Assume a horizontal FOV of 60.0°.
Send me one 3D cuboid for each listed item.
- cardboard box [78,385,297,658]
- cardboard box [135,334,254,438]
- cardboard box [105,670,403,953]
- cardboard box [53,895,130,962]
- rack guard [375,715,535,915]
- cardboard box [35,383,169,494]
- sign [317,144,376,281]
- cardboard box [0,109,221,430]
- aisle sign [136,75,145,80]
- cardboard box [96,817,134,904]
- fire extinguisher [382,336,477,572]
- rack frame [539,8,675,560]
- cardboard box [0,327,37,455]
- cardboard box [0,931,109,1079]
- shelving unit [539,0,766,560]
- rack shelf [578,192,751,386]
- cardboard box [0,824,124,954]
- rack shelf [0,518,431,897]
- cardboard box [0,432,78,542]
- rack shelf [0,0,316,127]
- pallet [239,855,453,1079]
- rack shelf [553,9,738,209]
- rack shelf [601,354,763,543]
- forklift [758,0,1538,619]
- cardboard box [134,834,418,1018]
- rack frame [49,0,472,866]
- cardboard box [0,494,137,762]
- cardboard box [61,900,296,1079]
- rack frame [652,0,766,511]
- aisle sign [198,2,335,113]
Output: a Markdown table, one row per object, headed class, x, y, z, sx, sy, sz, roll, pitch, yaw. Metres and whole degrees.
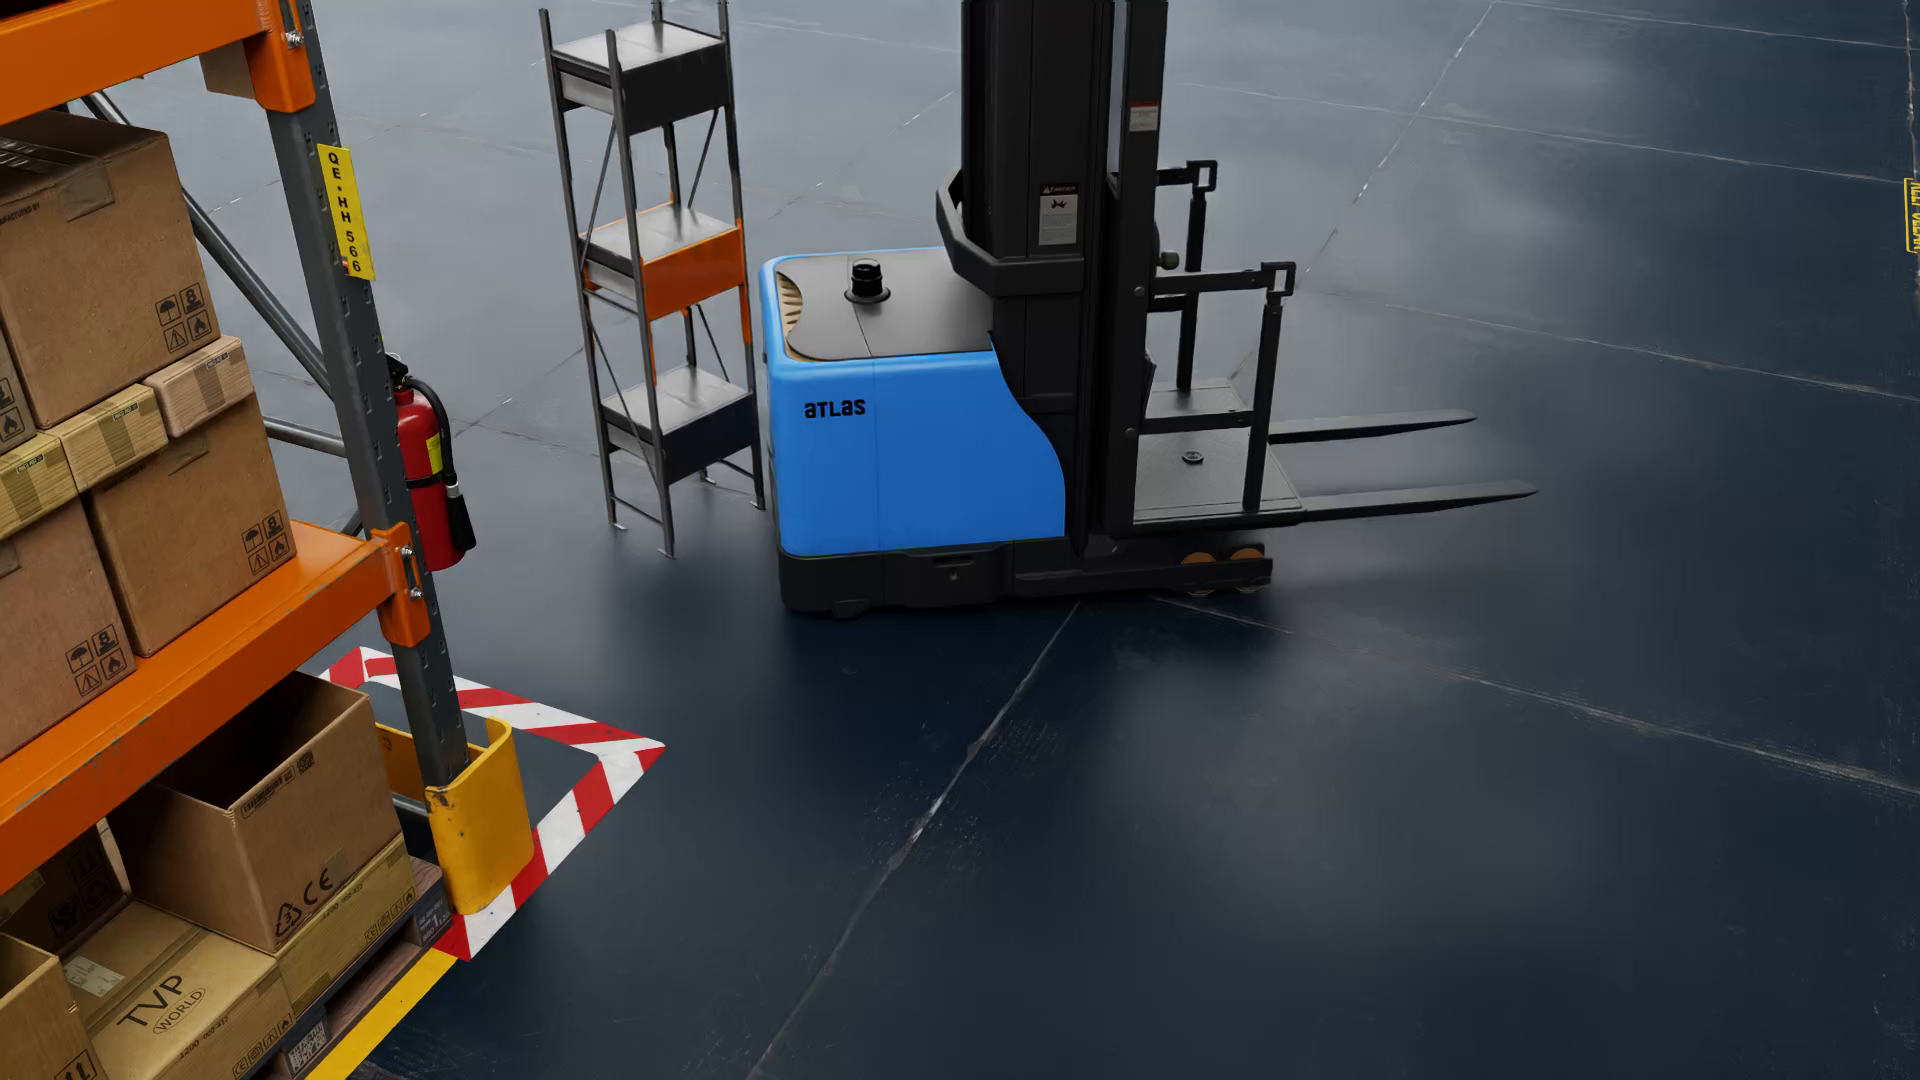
| class | x | y | z | sx | sy | sz | roll | pitch | yaw |
| --- | --- | --- | --- | --- | --- | --- | --- | --- | --- |
| cardboard box | -2.139 | -0.129 | 4.120 | 0.700 | 0.500 | 0.500 | 14 | 36 | 20 |
| cardboard box | -1.919 | -0.396 | 3.935 | 0.380 | 0.149 | 0.250 | 14 | 36 | 20 |
| cardboard box | -1.886 | 0.679 | 4.419 | 0.500 | 0.500 | 0.500 | 14 | 36 | 20 |
| cardboard box | -2.565 | 1.123 | 4.426 | 0.500 | 0.250 | 0.500 | 14 | 36 | 20 |
| rack guard | -1.922 | 0.717 | 5.201 | 1.175 | 0.500 | 0.348 | 14 | 36 | 20 |
| cardboard box | -2.027 | -0.265 | 3.736 | 0.380 | 0.149 | 0.250 | 15 | 36 | 22 |
| sign | -1.445 | -0.769 | 3.915 | 0.100 | 0.325 | 0.005 | 14 | 36 | 20 |
| cardboard box | -2.161 | -0.645 | 3.724 | 0.700 | 0.500 | 0.500 | 14 | 36 | 21 |
| aisle sign | -2.183 | -1.507 | 3.942 | 0.394 | 0.787 | 0.004 | 14 | 36 | 20 |
| cardboard box | -2.359 | 0.873 | 4.807 | 0.500 | 0.250 | 0.500 | 14 | 36 | 20 |
| fire extinguisher | -1.461 | -0.237 | 4.446 | 0.296 | 0.674 | 0.183 | 14 | 36 | 20 |
| rack frame | -1.291 | -0.874 | 6.168 | 0.400 | 2.100 | 0.015 | 26 | 41 | 34 |
| cardboard box | -2.376 | -0.382 | 3.323 | 0.700 | 0.500 | 0.500 | 13 | 36 | 19 |
| cardboard box | -2.291 | 1.181 | 3.655 | 0.500 | 0.500 | 0.500 | 14 | 36 | 20 |
| shelving unit | -1.128 | -0.973 | 6.319 | 0.431 | 2.100 | 0.503 | 26 | 41 | 34 |
| rack shelf | -1.128 | -0.962 | 6.327 | 0.431 | 0.518 | 0.480 | 26 | 41 | 34 |
| cardboard box | -2.566 | 0.809 | 4.221 | 0.500 | 0.500 | 0.500 | 14 | 36 | 20 |
| rack shelf | -2.769 | 0.980 | 3.176 | 1.077 | 0.370 | 4.000 | 14 | 36 | 20 |
| cardboard box | -2.134 | -0.138 | 3.542 | 0.380 | 0.149 | 0.250 | 14 | 36 | 20 |
| rack shelf | -2.769 | -0.274 | 2.353 | 1.077 | 0.370 | 4.000 | 14 | 36 | 20 |
| pallet | -2.214 | 1.240 | 4.667 | 1.003 | 0.211 | 1.213 | 14 | 36 | 20 |
| rack shelf | -1.128 | -1.547 | 5.943 | 0.431 | 0.518 | 0.480 | 26 | 41 | 34 |
| rack shelf | -1.128 | -0.376 | 6.711 | 0.431 | 0.518 | 0.480 | 26 | 41 | 34 |
| forklift | 0.763 | -1.293 | 6.049 | 3.031 | 2.935 | 1.130 | -5 | 34 | -7 |
| cardboard box | -1.888 | 0.992 | 4.626 | 0.500 | 0.250 | 0.500 | 14 | 36 | 20 |
| rack frame | -1.932 | -0.317 | 4.498 | 1.000 | 3.000 | 0.127 | 14 | 36 | 20 |
| cardboard box | -2.355 | 0.134 | 3.720 | 0.700 | 0.500 | 0.500 | 15 | 36 | 22 |
| cardboard box | -2.087 | 1.244 | 4.242 | 0.500 | 0.250 | 0.500 | 14 | 36 | 20 |
| rack frame | -0.965 | -1.073 | 6.471 | 0.400 | 2.100 | 0.015 | 26 | 41 | 34 |
| aisle sign | -1.638 | -1.369 | 3.732 | 0.394 | 0.787 | 0.004 | 14 | 36 | 20 |
